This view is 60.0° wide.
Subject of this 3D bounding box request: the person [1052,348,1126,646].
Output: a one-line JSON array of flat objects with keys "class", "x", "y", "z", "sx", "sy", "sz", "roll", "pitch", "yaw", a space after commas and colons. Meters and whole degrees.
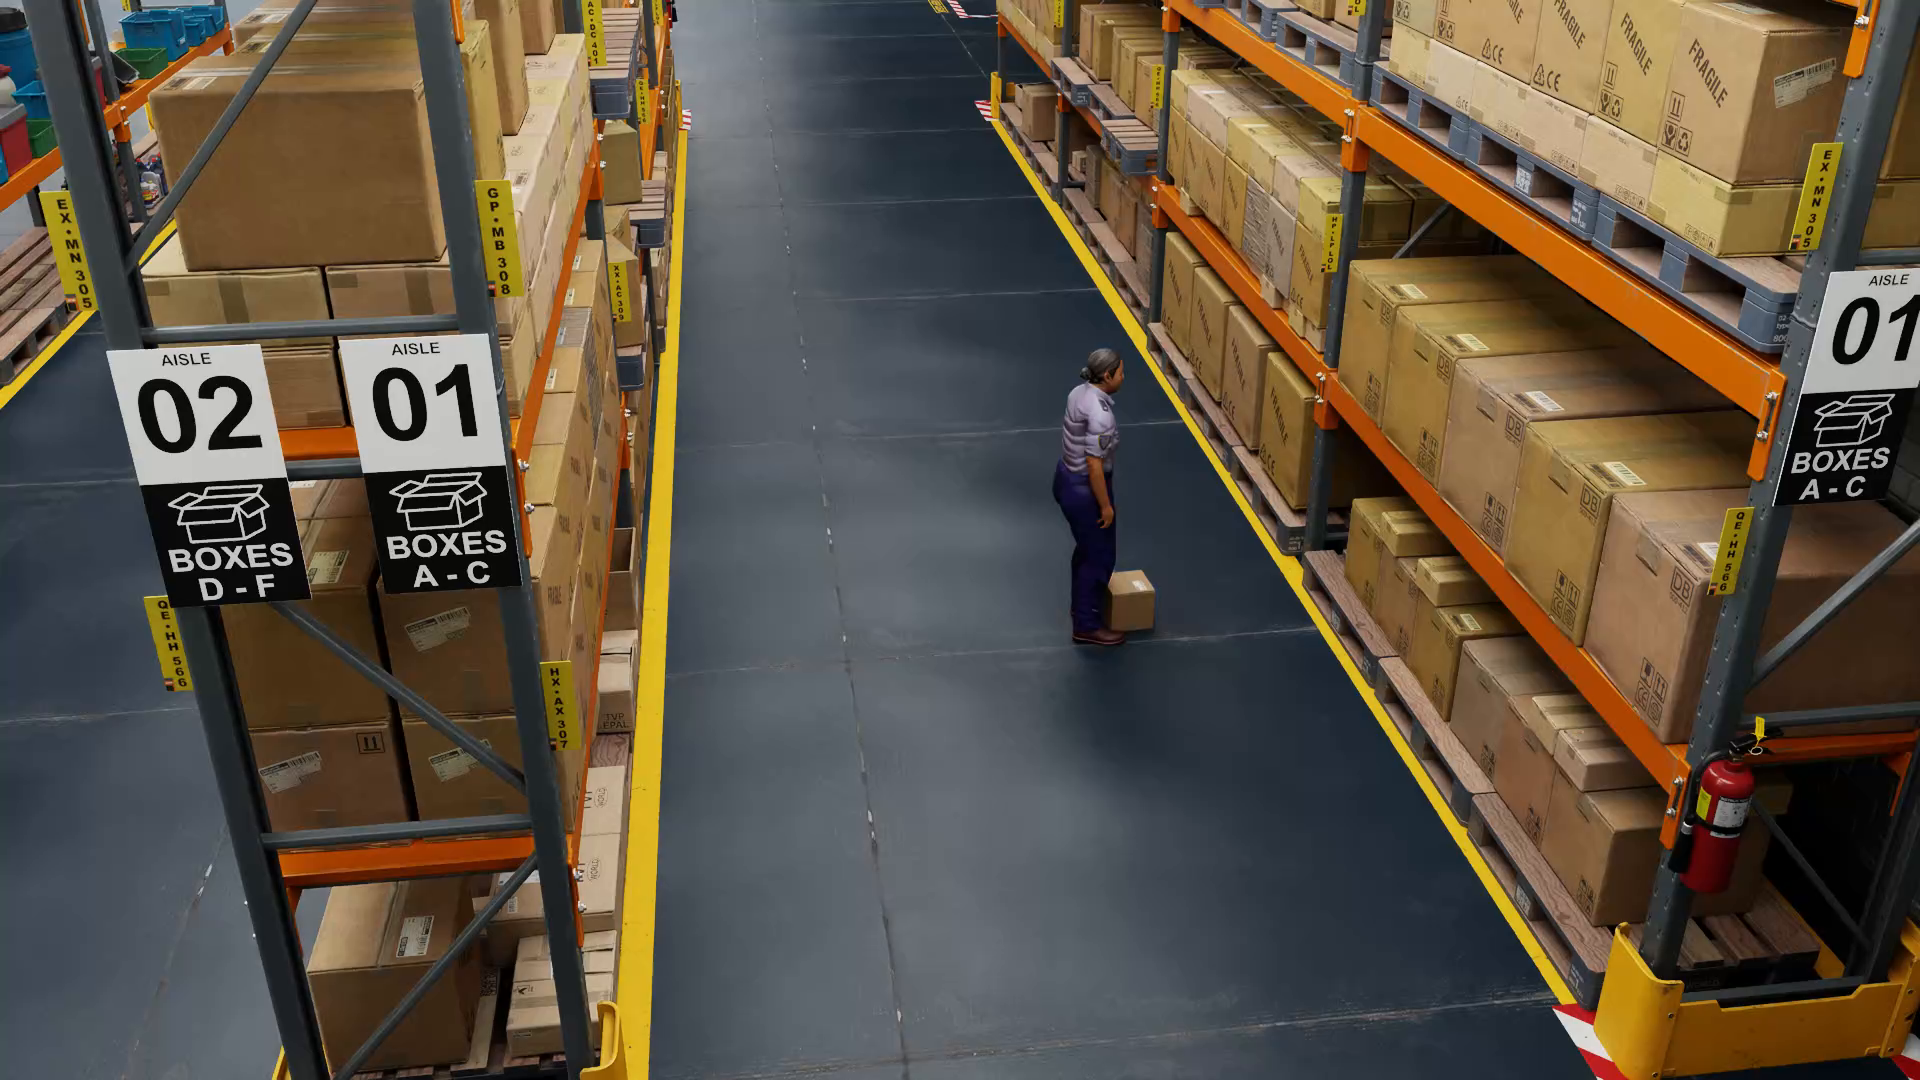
[{"class": "person", "x": 0.740, "y": -0.258, "z": 9.127, "sx": 0.425, "sy": 1.651, "sz": 0.558, "roll": -5, "pitch": 28, "yaw": -10}]
